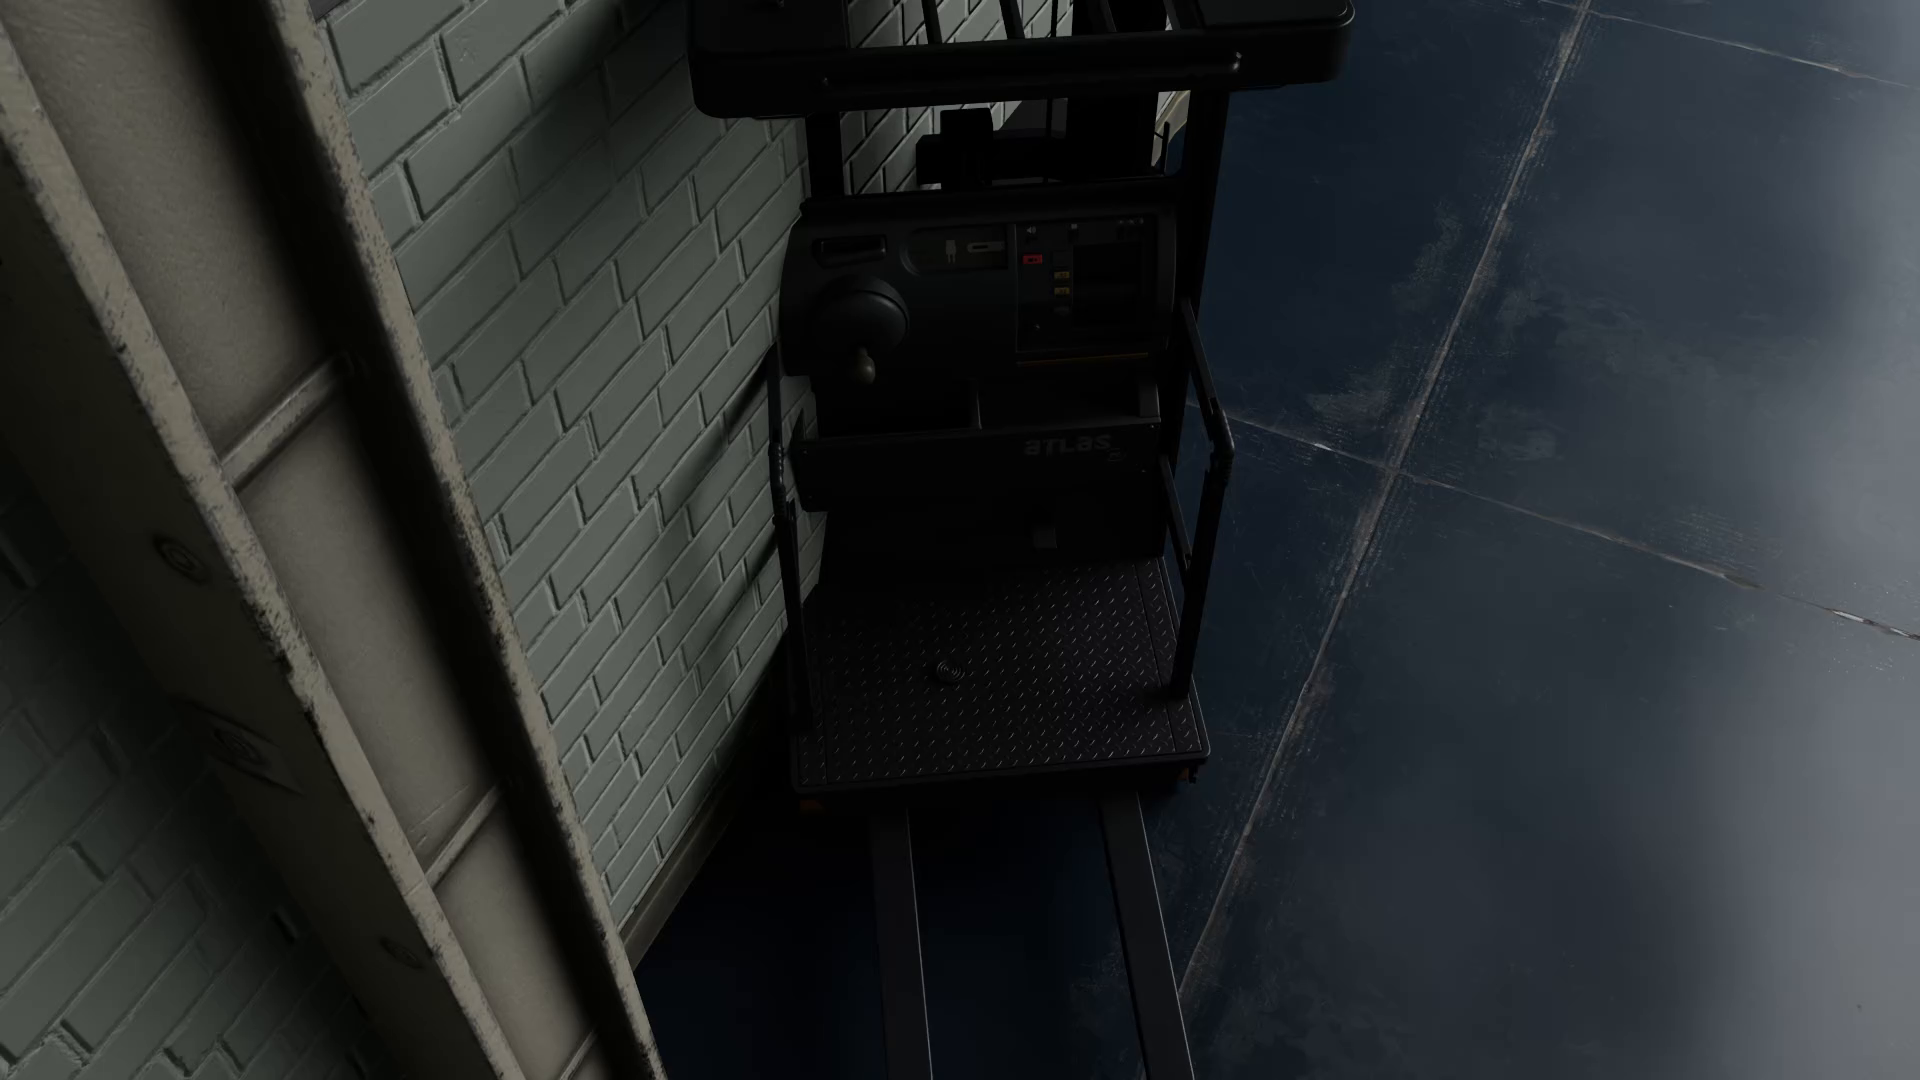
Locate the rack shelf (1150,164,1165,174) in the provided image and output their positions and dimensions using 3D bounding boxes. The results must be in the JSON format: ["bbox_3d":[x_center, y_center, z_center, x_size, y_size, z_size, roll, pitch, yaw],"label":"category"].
[{"bbox_3d":[0.496,-1.173,5.346,0.200,0.077,0.258,-35,58,-26],"label":"rack shelf"}]

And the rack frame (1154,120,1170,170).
[{"bbox_3d":[0.571,-1.072,5.571,0.006,0.900,0.240,-35,58,-26],"label":"rack frame"}]

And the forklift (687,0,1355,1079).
[{"bbox_3d":[0.064,-0.476,3.730,1.130,2.935,3.031,-4,50,-4],"label":"forklift"}]

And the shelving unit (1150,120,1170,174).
[{"bbox_3d":[0.496,-1.019,5.527,0.210,0.900,0.258,-35,58,-26],"label":"shelving unit"}]
